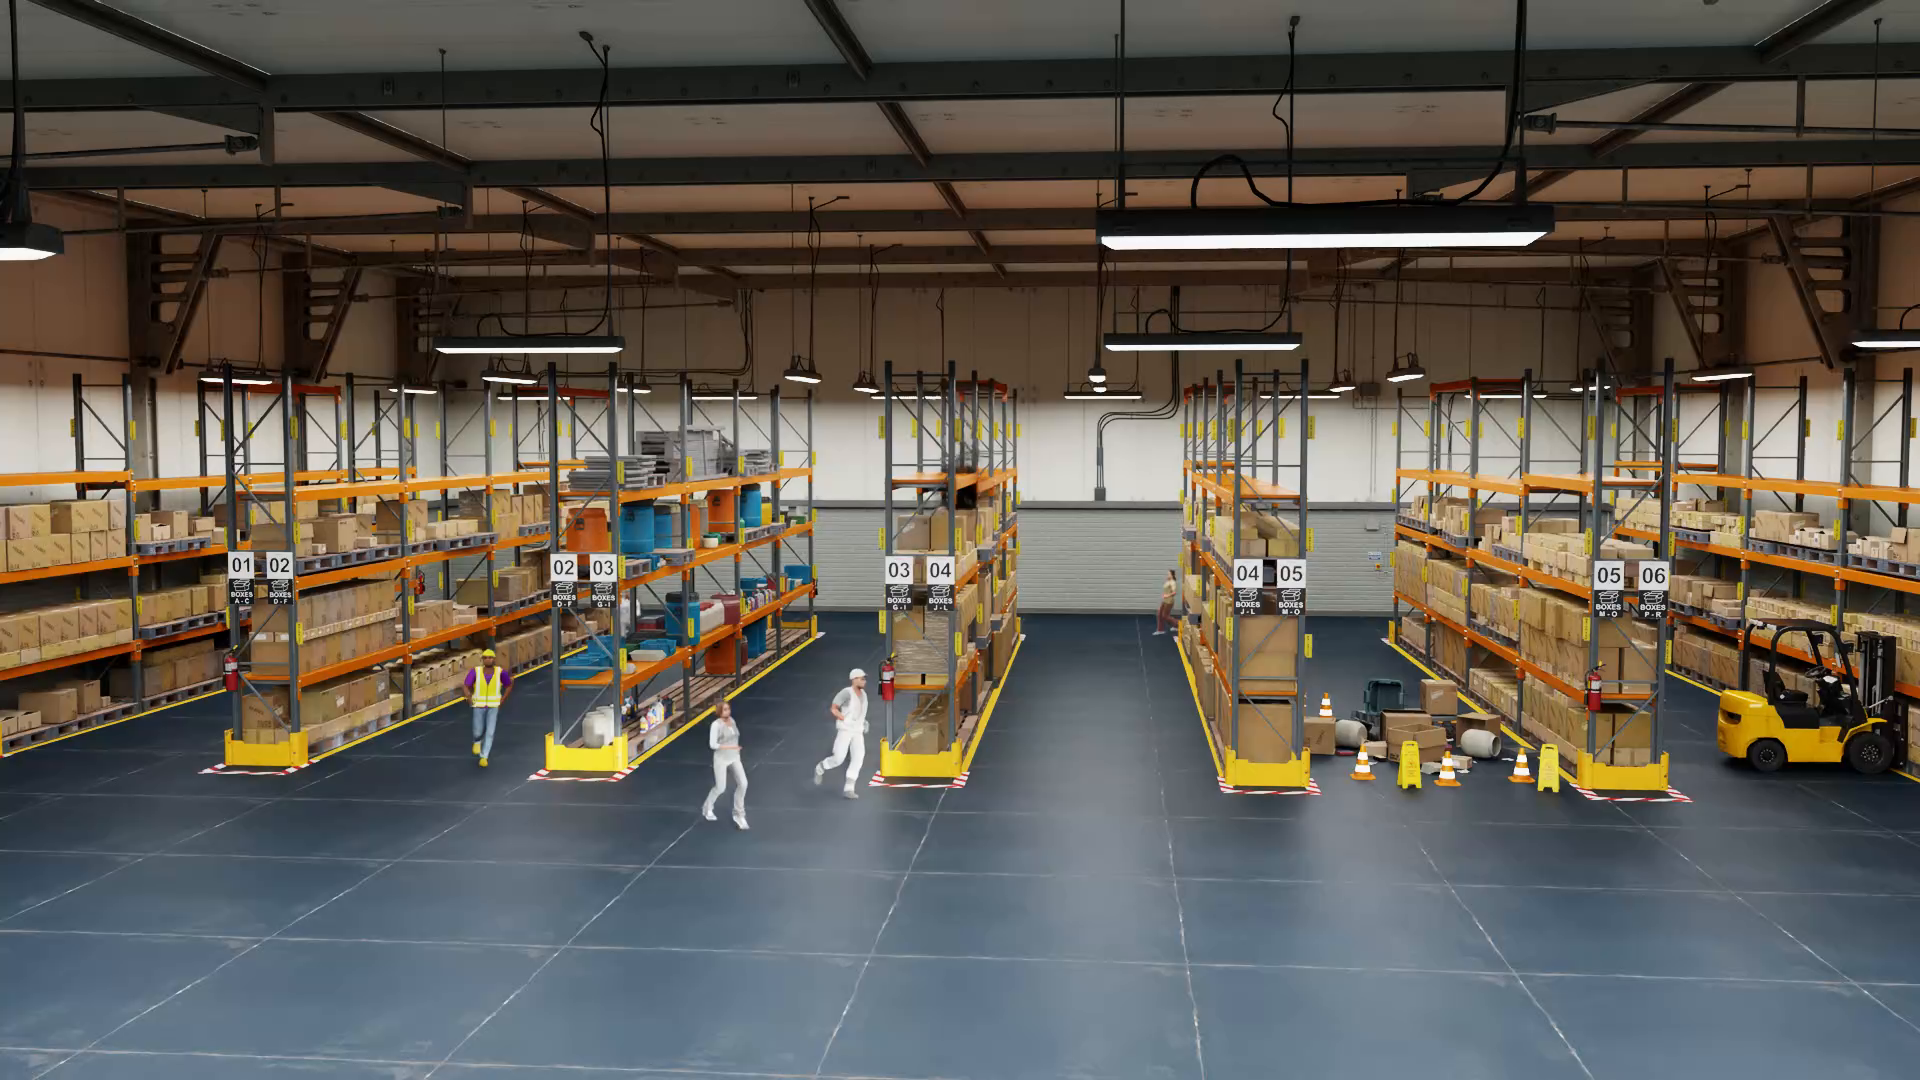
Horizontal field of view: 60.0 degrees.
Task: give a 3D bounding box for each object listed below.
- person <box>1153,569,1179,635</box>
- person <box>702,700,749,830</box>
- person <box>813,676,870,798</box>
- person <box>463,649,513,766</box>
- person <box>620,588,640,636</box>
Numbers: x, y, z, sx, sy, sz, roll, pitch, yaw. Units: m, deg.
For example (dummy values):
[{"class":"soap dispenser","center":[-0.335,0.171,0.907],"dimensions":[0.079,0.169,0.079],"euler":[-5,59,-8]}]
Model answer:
[{"class":"person","center":[5.112,1.527,40.657],"dimensions":[0.712,1.641,0.653],"euler":[-1,4,-9]},{"class":"person","center":[-2.976,2.831,21.034],"dimensions":[0.732,1.625,0.532],"euler":[3,5,42]},{"class":"person","center":[-1.538,2.663,23.017],"dimensions":[0.914,1.675,0.683],"euler":[4,5,43]},{"class":"person","center":[-7.114,2.500,25.076],"dimensions":[0.723,1.730,0.688],"euler":[-1,4,-15]},{"class":"person","center":[-7.126,1.818,35.673],"dimensions":[0.573,1.738,0.689],"euler":[0,4,-6]}]
